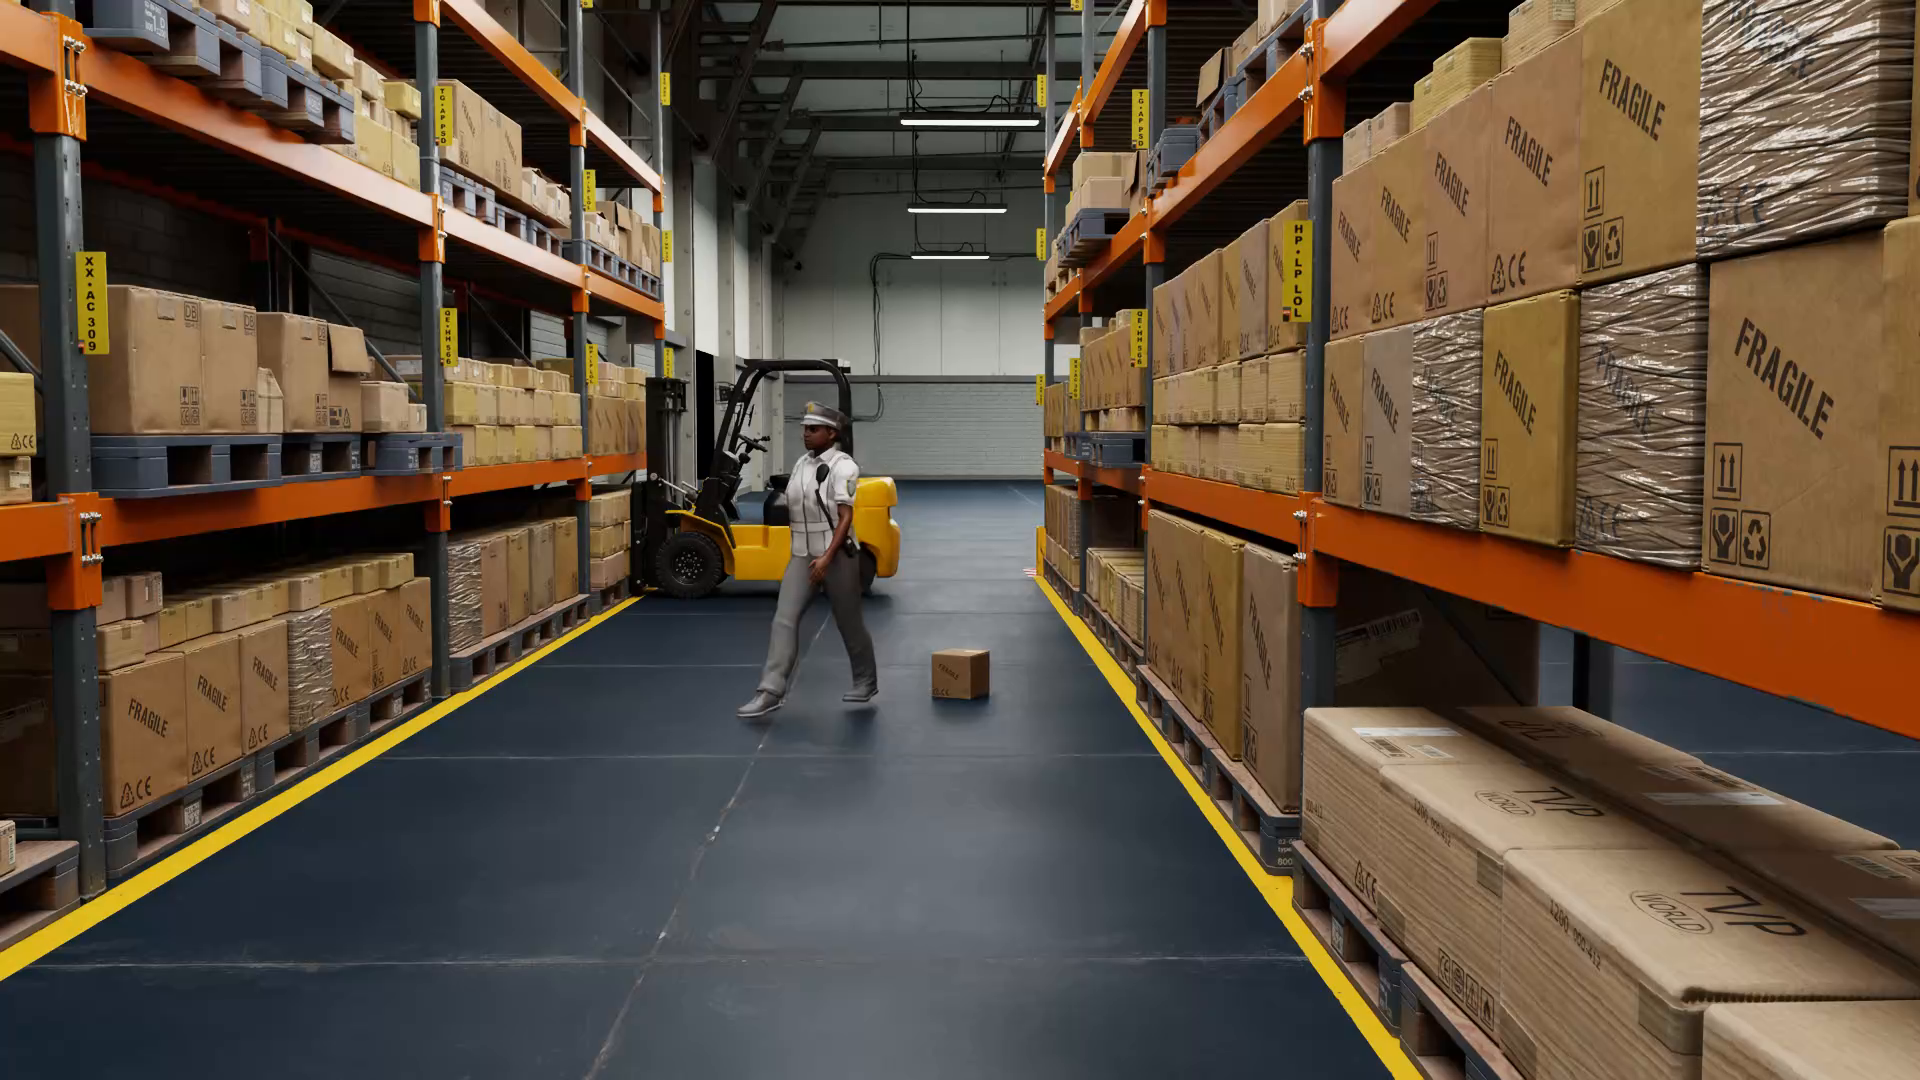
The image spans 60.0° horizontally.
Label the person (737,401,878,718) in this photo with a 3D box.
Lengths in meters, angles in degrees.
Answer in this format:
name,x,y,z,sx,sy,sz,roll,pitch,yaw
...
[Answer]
name,x,y,z,sx,sy,sz,roll,pitch,yaw
person,-0.771,0.087,8.799,0.460,1.632,0.962,3,5,34
